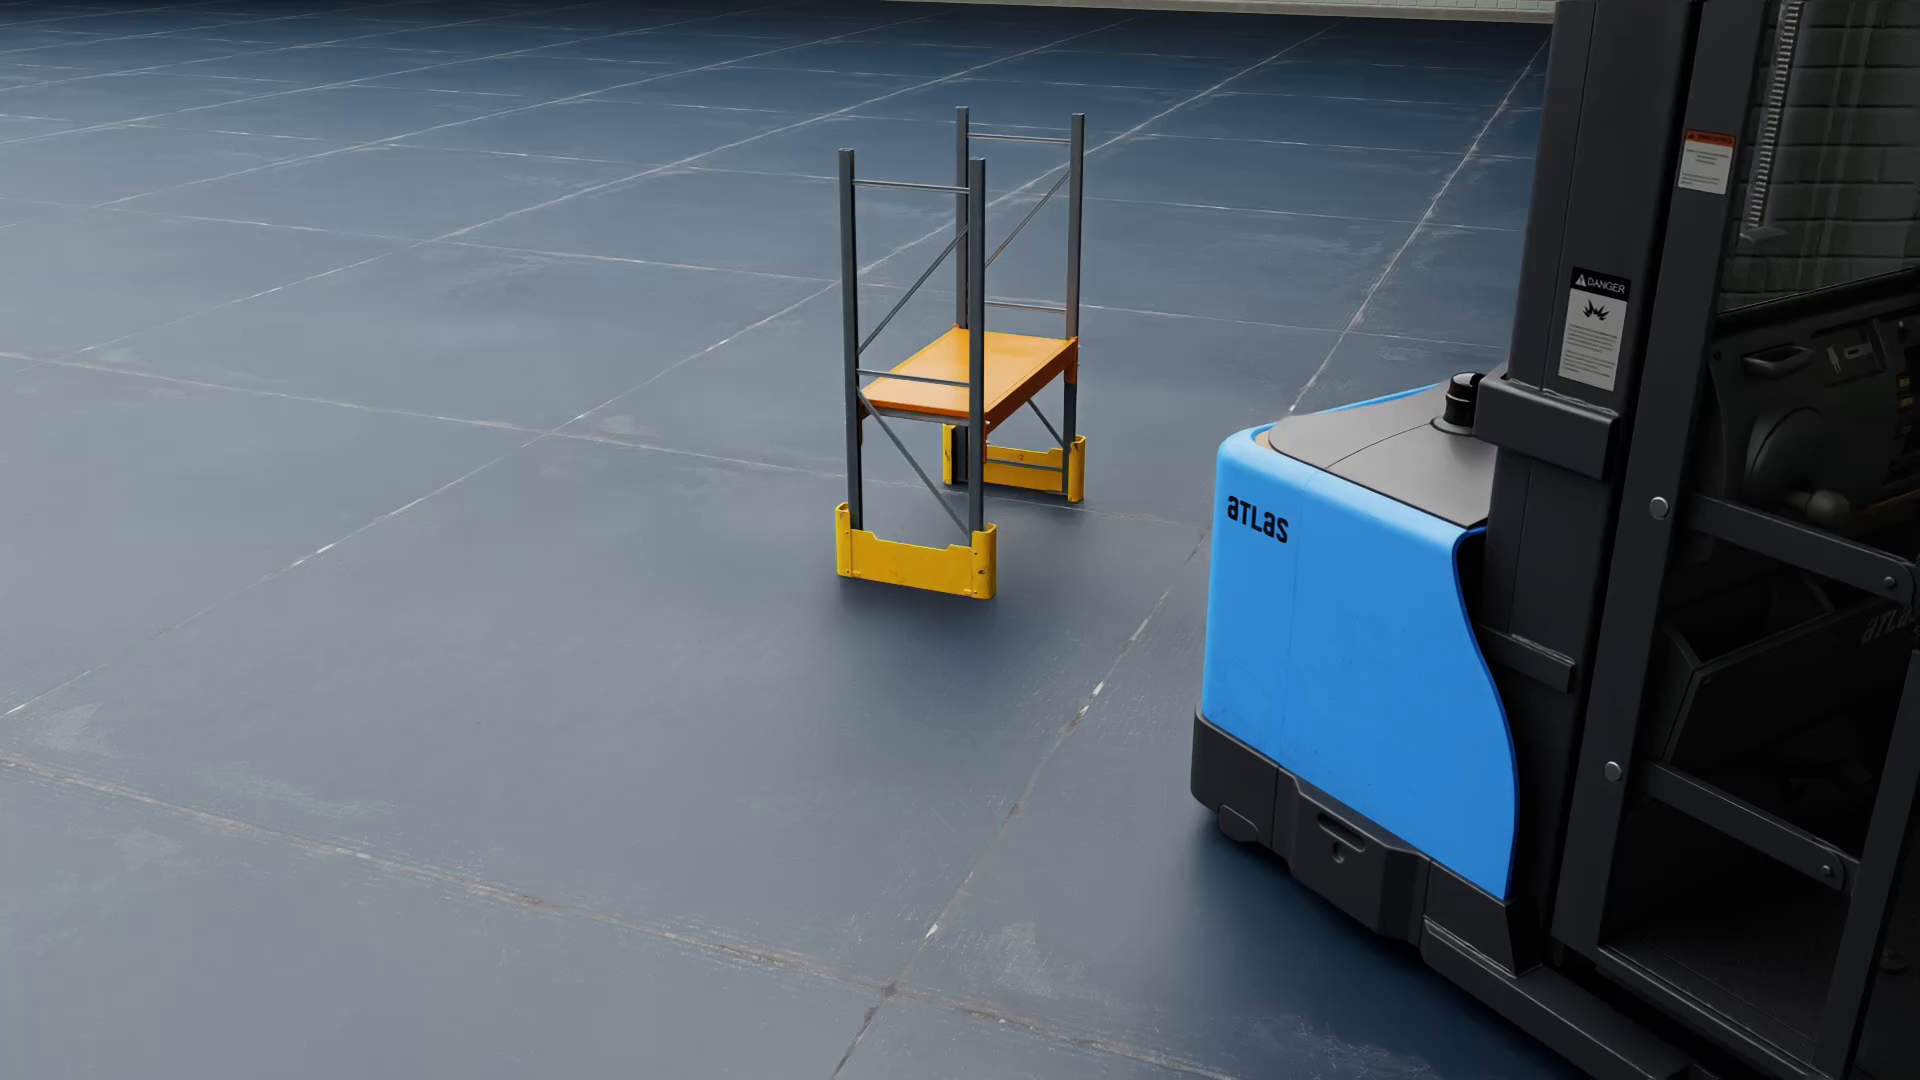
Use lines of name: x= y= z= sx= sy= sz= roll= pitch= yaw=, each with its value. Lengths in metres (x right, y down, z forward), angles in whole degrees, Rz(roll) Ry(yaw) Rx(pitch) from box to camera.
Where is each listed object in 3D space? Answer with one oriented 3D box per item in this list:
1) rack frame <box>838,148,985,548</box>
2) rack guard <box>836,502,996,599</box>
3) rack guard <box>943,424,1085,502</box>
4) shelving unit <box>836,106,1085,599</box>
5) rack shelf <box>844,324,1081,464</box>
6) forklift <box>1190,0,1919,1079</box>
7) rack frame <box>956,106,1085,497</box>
rack frame: x=-0.157 y=-0.541 z=5.599 sx=0.500 sy=1.500 sz=0.032 roll=9 pitch=24 yaw=20
rack guard: x=-0.157 y=0.036 z=5.840 sx=0.587 sy=0.250 sz=0.087 roll=9 pitch=24 yaw=20
rack guard: x=0.213 y=-0.321 z=6.694 sx=0.587 sy=0.250 sz=0.087 roll=9 pitch=24 yaw=20
shelving unit: x=0.028 y=-0.719 z=6.026 sx=0.587 sy=1.500 sz=1.083 roll=9 pitch=24 yaw=20
rack shelf: x=0.032 y=-0.557 z=6.103 sx=0.538 sy=0.185 sz=1.000 roll=9 pitch=24 yaw=20
forklift: x=1.846 y=-0.250 z=3.045 sx=1.130 sy=2.935 sz=3.031 roll=-14 pitch=27 yaw=-30
rack frame: x=0.221 y=-0.904 z=6.470 sx=0.500 sy=1.500 sz=0.032 roll=9 pitch=24 yaw=20
